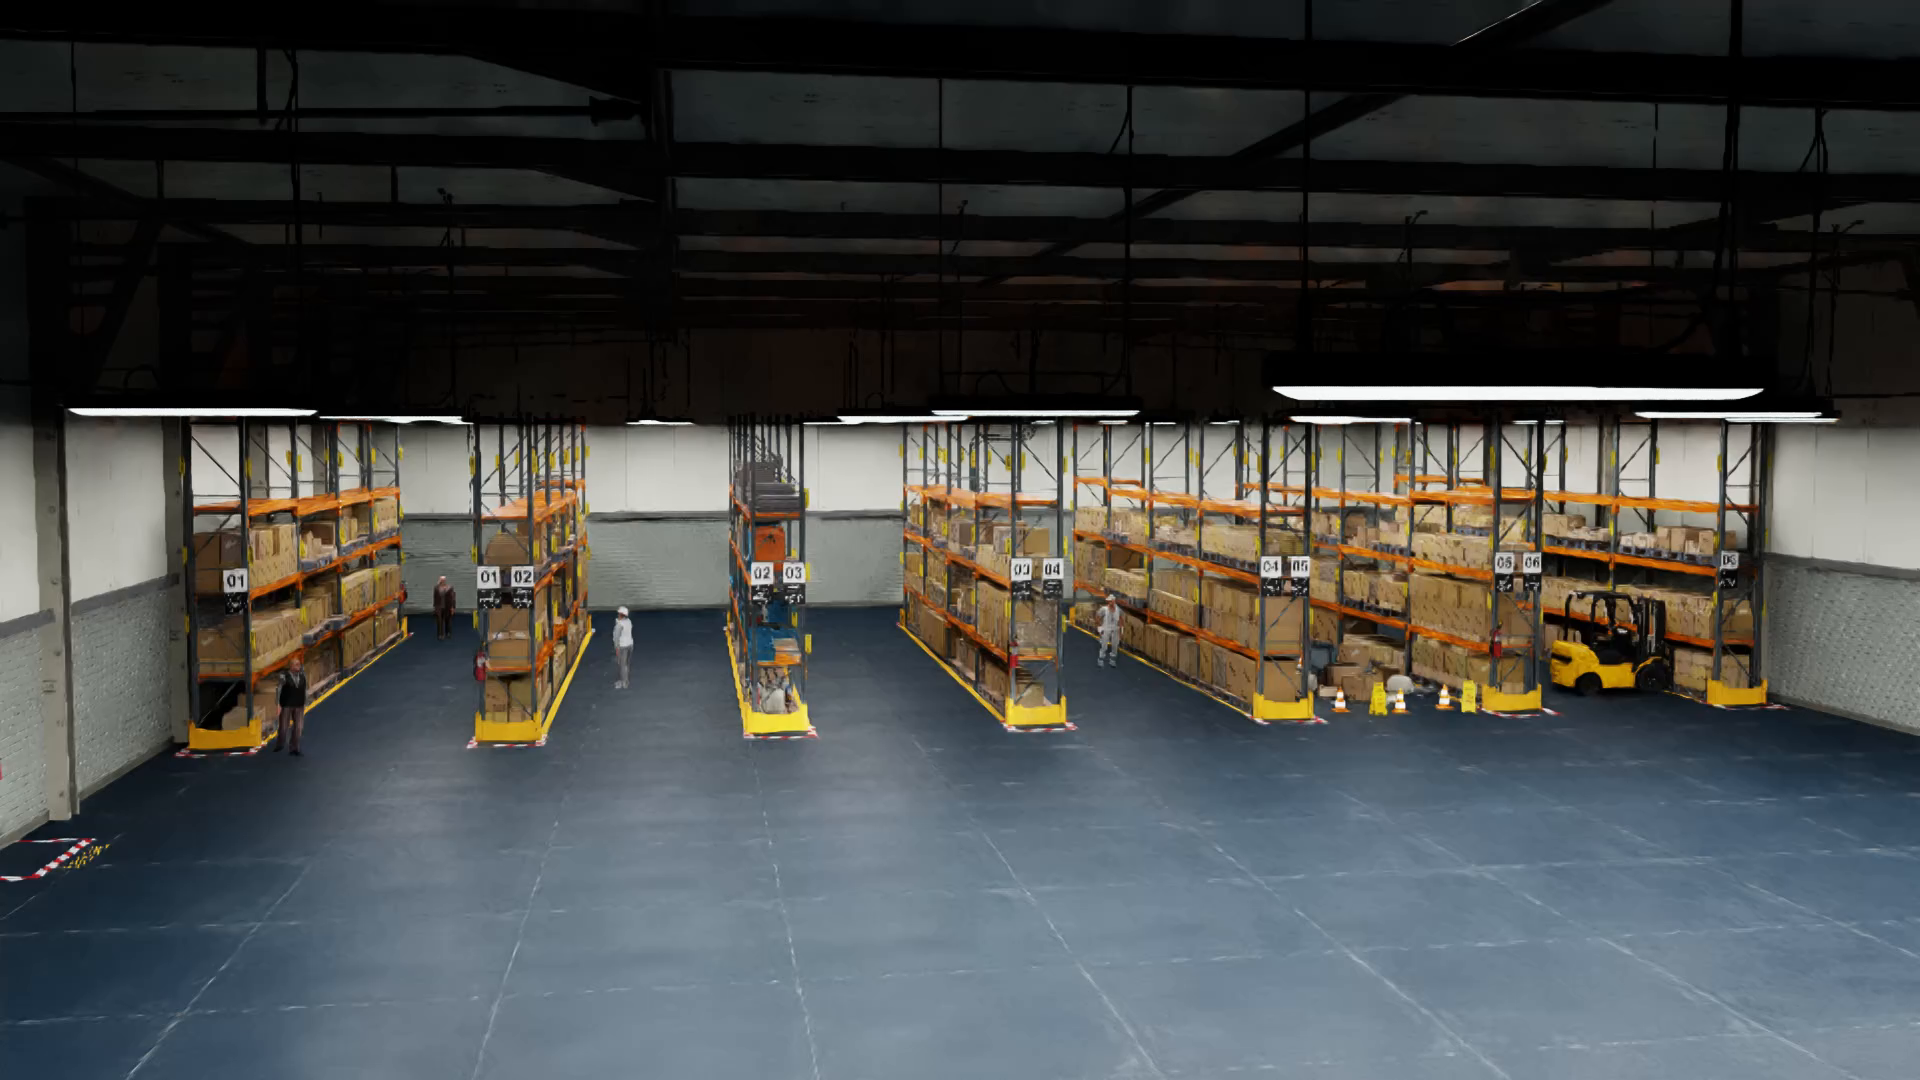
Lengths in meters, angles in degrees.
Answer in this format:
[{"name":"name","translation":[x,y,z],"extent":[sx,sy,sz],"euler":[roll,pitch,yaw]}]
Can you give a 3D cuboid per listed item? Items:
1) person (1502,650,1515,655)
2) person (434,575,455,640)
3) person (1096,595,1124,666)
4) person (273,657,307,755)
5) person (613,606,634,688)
[{"name":"person","translation":[12.201,2.357,37.230],"extent":[0.584,1.640,0.654],"euler":[2,4,23]},{"name":"person","translation":[-13.894,1.811,44.809],"extent":[0.594,1.725,1.111],"euler":[-1,4,-10]},{"name":"person","translation":[3.587,2.162,39.702],"extent":[0.677,1.742,0.547],"euler":[-1,4,-9]},{"name":"person","translation":[-11.713,2.896,29.065],"extent":[0.542,1.710,0.575],"euler":[4,5,44]},{"name":"person","translation":[-7.446,2.340,36.544],"extent":[0.494,1.775,0.578],"euler":[1,4,21]}]
